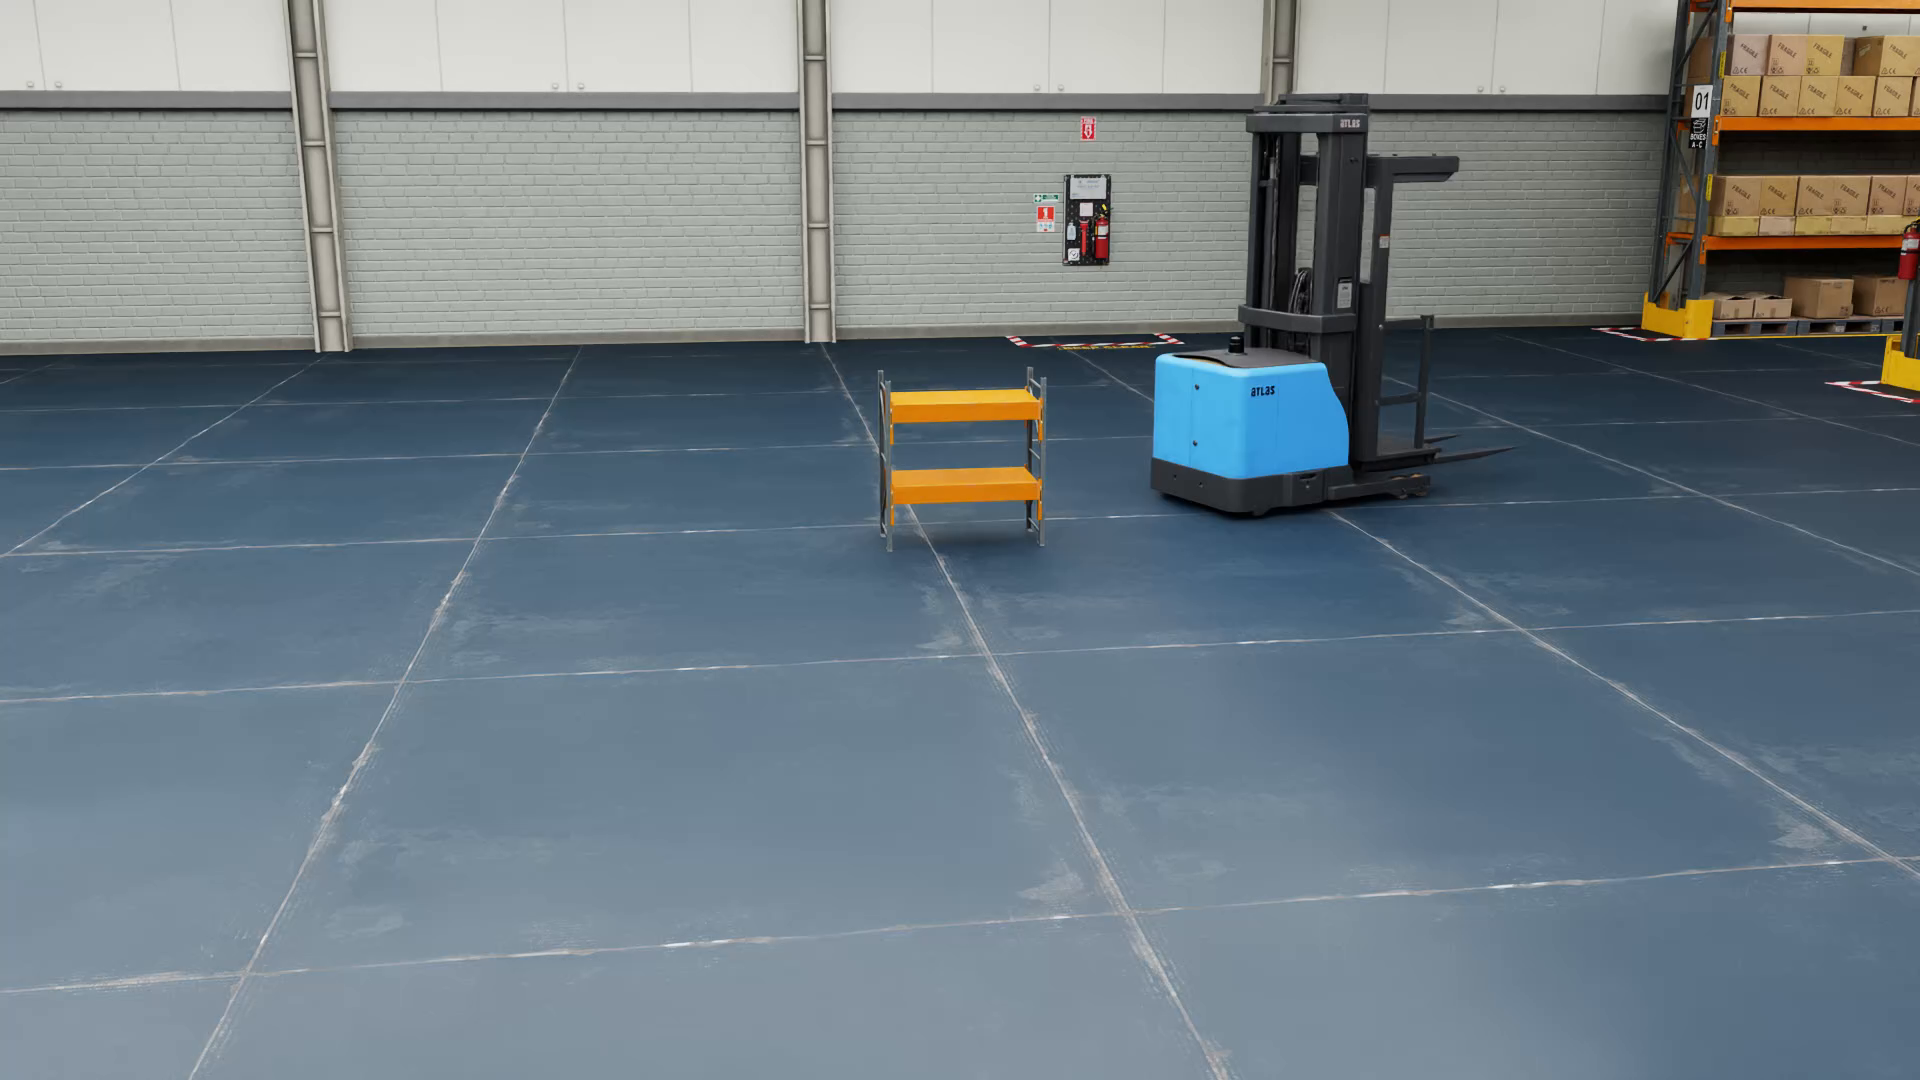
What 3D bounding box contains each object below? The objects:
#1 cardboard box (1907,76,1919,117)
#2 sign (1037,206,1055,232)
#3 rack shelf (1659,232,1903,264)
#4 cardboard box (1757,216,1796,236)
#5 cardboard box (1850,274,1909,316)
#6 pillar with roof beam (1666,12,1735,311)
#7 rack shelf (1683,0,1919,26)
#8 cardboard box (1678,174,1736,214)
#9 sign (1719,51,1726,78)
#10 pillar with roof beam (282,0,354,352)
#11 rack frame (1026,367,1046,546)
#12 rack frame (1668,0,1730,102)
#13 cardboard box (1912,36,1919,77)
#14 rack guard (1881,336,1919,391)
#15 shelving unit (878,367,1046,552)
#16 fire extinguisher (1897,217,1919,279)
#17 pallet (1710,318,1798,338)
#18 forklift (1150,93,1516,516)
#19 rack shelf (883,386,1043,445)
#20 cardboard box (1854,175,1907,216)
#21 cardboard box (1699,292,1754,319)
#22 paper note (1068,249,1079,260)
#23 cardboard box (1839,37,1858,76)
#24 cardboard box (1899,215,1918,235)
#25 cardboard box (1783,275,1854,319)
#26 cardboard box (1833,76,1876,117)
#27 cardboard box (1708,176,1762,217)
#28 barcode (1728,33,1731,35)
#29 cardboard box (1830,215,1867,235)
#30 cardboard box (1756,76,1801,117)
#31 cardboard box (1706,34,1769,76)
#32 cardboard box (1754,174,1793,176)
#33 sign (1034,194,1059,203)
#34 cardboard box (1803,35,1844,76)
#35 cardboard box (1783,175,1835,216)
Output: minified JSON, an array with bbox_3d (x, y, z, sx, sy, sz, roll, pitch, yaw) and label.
[{"bbox_3d":[12.488,-5.787,21.717,0.500,0.500,0.500,-3,14,-13],"label":"cardboard box"},{"bbox_3d":[1.116,-4.179,21.647,0.234,0.329,0.001,-2,14,-8],"label":"sign"},{"bbox_3d":[11.474,-3.945,22.266,4.000,0.370,1.077,-2,14,-8],"label":"rack shelf"},{"bbox_3d":[10.538,-4.122,21.760,0.500,0.250,0.500,-3,14,-10],"label":"cardboard box"},{"bbox_3d":[12.432,-3.320,22.530,0.500,0.500,0.500,-3,14,-13],"label":"cardboard box"},{"bbox_3d":[10.701,-6.330,17.961,0.400,9.000,9.100,-2,14,-8],"label":"pillar with roof beam"},{"bbox_3d":[11.474,-6.854,21.536,4.000,0.370,1.077,-2,14,-8],"label":"rack shelf"},{"bbox_3d":[9.931,-4.591,22.086,0.500,0.500,0.500,-2,14,-9],"label":"cardboard box"},{"bbox_3d":[9.578,-5.970,20.898,0.005,0.325,0.100,-2,14,-8],"label":"sign"},{"bbox_3d":[-7.098,-5.677,15.360,0.400,9.000,9.100,-2,14,-8],"label":"pillar with roof beam"},{"bbox_3d":[0.509,-0.564,11.159,0.032,1.125,0.500,-2,14,-8],"label":"rack frame"},{"bbox_3d":[9.497,-7.132,21.160,0.127,3.000,1.000,-2,14,-8],"label":"rack frame"},{"bbox_3d":[12.454,-6.259,21.544,0.500,0.500,0.500,-1,14,-5],"label":"cardboard box"},{"bbox_3d":[10.215,-1.817,17.439,0.348,0.500,1.175,-2,14,-8],"label":"rack guard"},{"bbox_3d":[0.007,-0.546,11.086,1.048,1.125,0.538,-2,14,-8],"label":"shelving unit"},{"bbox_3d":[10.052,-3.100,17.576,0.183,0.674,0.296,-2,14,-8],"label":"fire extinguisher"},{"bbox_3d":[10.380,-2.893,22.323,1.213,0.211,1.003,-2,14,-8],"label":"pallet"},{"bbox_3d":[2.963,-1.830,12.494,3.031,2.935,1.130,-8,16,-29],"label":"forklift"},{"bbox_3d":[0.007,-0.830,11.015,1.000,0.278,0.538,-2,14,-8],"label":"rack shelf"},{"bbox_3d":[12.038,-4.541,21.887,0.500,0.500,0.500,-3,14,-10],"label":"cardboard box"},{"bbox_3d":[10.194,-3.134,22.177,0.500,0.311,0.500,-4,15,-15],"label":"cardboard box"},{"bbox_3d":[1.492,-3.740,21.780,0.142,0.148,0.016,-2,14,-8],"label":"paper note"},{"bbox_3d":[11.411,-6.350,21.906,0.500,0.500,0.500,-2,14,-8],"label":"cardboard box"},{"bbox_3d":[12.535,-4.197,22.060,0.500,0.250,0.500,-2,14,-8],"label":"cardboard box"},{"bbox_3d":[11.491,-3.261,22.294,0.500,0.500,0.700,-3,14,-12],"label":"cardboard box"},{"bbox_3d":[11.440,-5.742,21.538,0.500,0.500,0.500,-1,14,-5],"label":"cardboard box"},{"bbox_3d":[10.014,-4.467,21.595,0.500,0.500,0.500,-2,14,-8],"label":"cardboard box"},{"bbox_3d":[10.124,-6.647,21.900,0.075,0.075,0.001,-2,14,-8],"label":"barcode"},{"bbox_3d":[11.543,-4.157,21.899,0.500,0.250,0.500,-2,14,-8],"label":"cardboard box"},{"bbox_3d":[10.401,-5.698,21.362,0.500,0.500,0.500,-1,14,-5],"label":"cardboard box"},{"bbox_3d":[9.914,-6.175,21.211,0.500,0.500,0.500,-3,14,-12],"label":"cardboard box"},{"bbox_3d":[10.941,-4.626,22.228,0.500,0.500,0.500,-2,14,-10],"label":"cardboard box"},{"bbox_3d":[1.121,-4.435,21.575,0.331,0.109,0.001,-2,14,-8],"label":"sign"},{"bbox_3d":[10.922,-6.203,21.320,0.500,0.500,0.500,-2,14,-7],"label":"cardboard box"},{"bbox_3d":[11.016,-4.500,21.725,0.500,0.500,0.500,-3,14,-10],"label":"cardboard box"}]
